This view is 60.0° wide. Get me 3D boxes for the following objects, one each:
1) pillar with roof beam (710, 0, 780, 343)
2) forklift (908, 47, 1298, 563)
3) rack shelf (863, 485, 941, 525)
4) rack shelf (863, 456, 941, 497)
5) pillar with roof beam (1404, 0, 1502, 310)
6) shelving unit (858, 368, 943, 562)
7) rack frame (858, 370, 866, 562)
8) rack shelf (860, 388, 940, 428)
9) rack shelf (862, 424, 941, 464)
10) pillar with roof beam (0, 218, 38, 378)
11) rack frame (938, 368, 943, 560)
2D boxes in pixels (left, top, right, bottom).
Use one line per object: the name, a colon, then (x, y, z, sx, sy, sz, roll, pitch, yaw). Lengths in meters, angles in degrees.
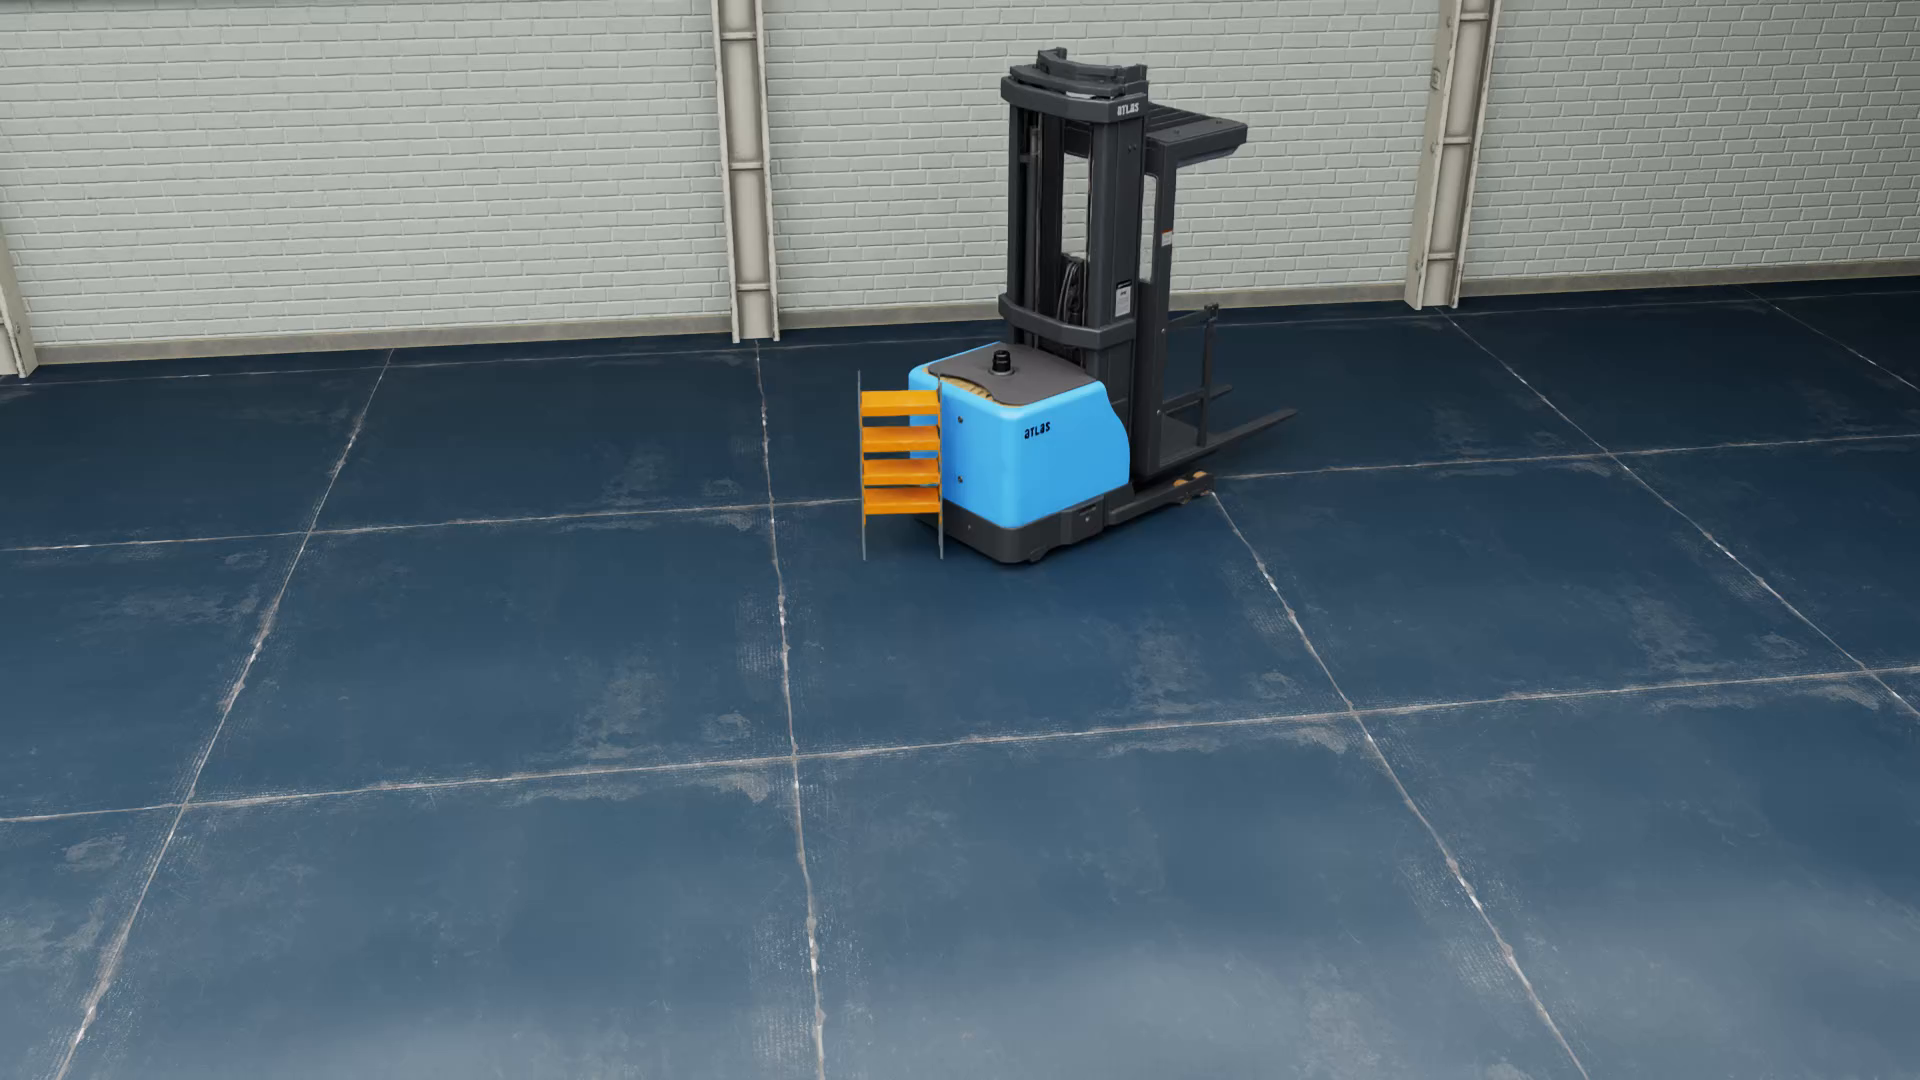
pillar with roof beam: (-1.135, -3.796, 8.291, 0.400, 9.000, 9.100, -4, 27, -7)
forklift: (1.102, -1.709, 10.869, 3.031, 2.935, 1.130, -22, 34, -36)
rack shelf: (-0.366, -0.220, 10.446, 0.480, 0.148, 0.258, -2, 27, -3)
rack shelf: (-0.366, -0.396, 10.355, 0.480, 0.148, 0.258, -2, 27, -3)
pillar with roof beam: (4.807, -4.178, 9.035, 0.400, 9.000, 9.100, -4, 27, -7)
shelving unit: (-0.366, -0.456, 10.325, 0.503, 1.200, 0.258, -2, 27, -3)
rack frame: (-0.610, -0.449, 10.311, 0.015, 1.200, 0.240, -2, 27, -3)
rack shelf: (-0.366, -0.806, 10.145, 0.480, 0.148, 0.258, -2, 27, -3)
rack shelf: (-0.366, -0.595, 10.253, 0.480, 0.148, 0.258, -2, 27, -3)
pillar with roof beam: (-7.076, -3.415, 7.548, 0.400, 9.000, 9.100, -4, 27, -7)
rack frame: (-0.123, -0.463, 10.338, 0.015, 1.200, 0.240, -2, 27, -3)
